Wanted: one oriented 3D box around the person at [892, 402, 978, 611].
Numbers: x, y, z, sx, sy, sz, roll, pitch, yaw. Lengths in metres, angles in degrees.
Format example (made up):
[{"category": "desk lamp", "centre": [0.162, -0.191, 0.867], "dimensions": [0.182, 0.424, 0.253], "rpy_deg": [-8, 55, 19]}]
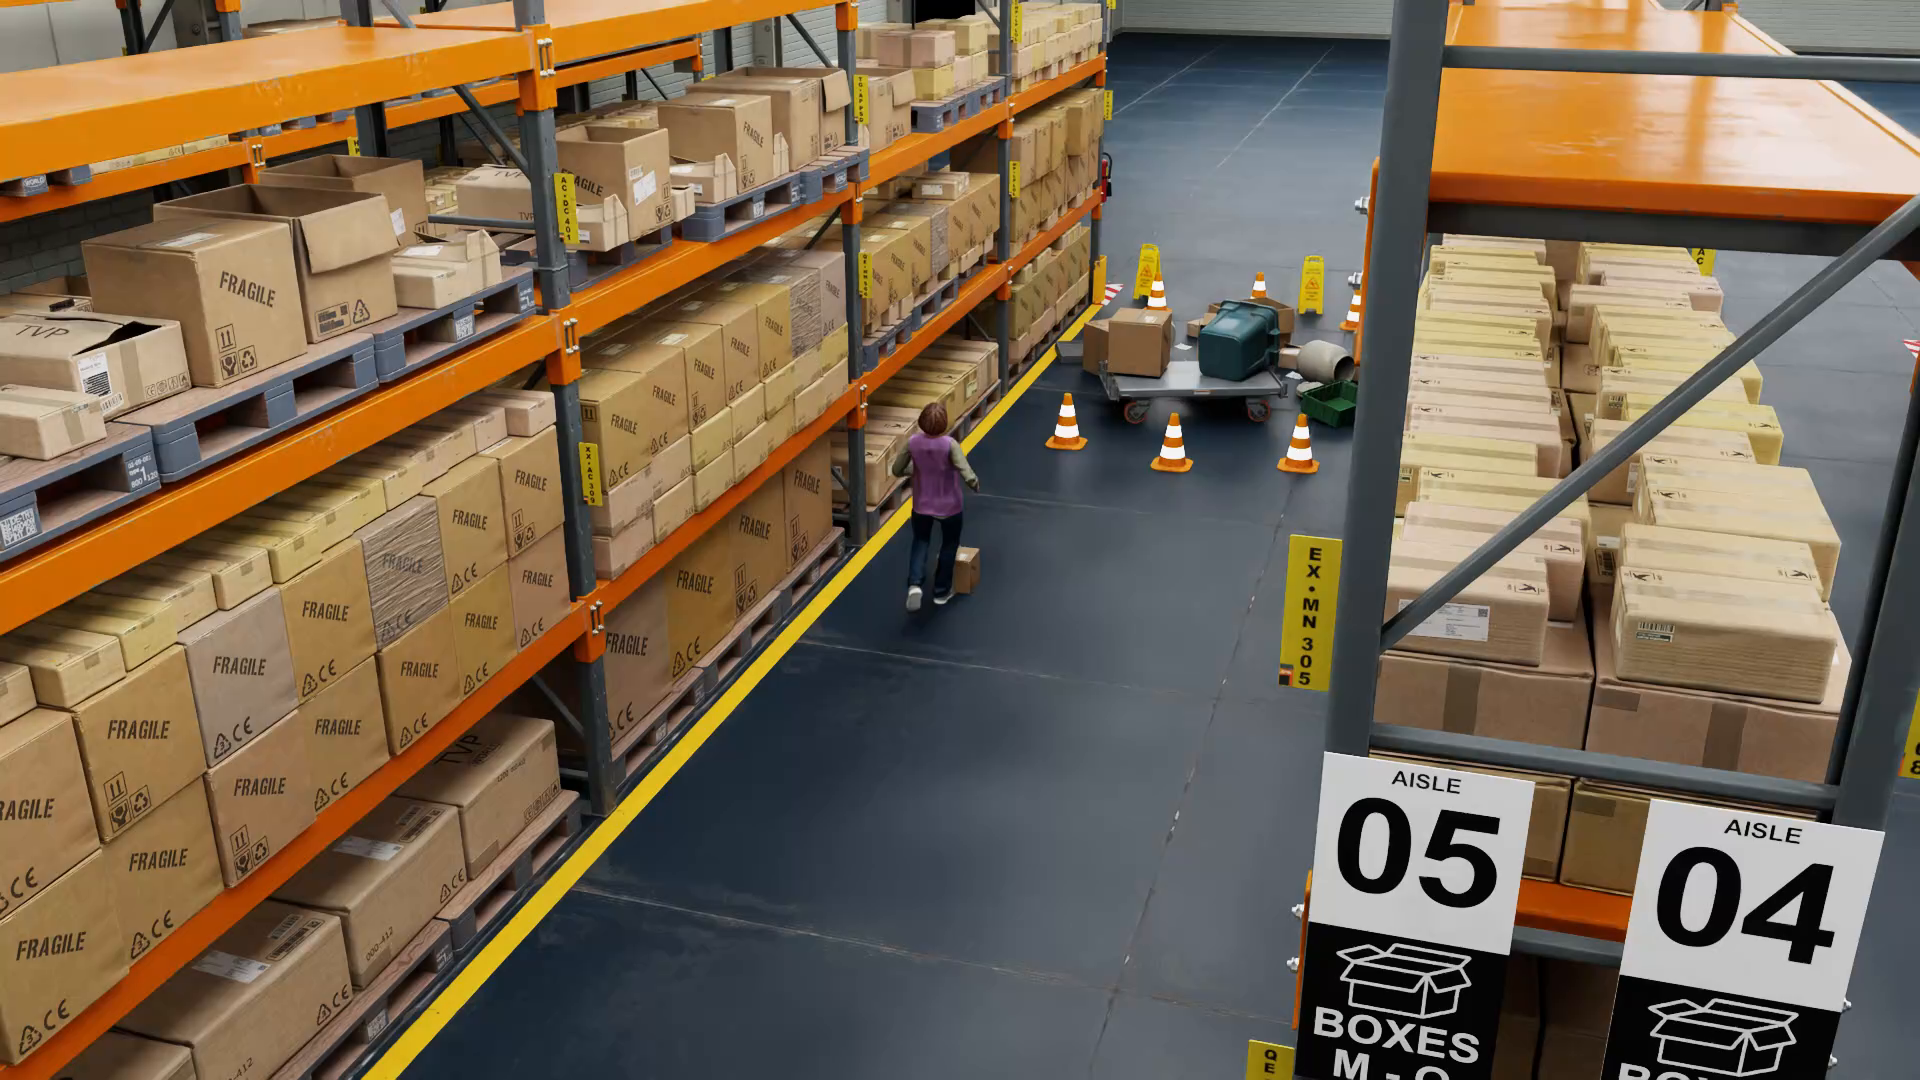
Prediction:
[{"category": "person", "centre": [-0.139, -0.238, 11.245], "dimensions": [0.610, 1.537, 0.620], "rpy_deg": [4, 23, 11]}]
